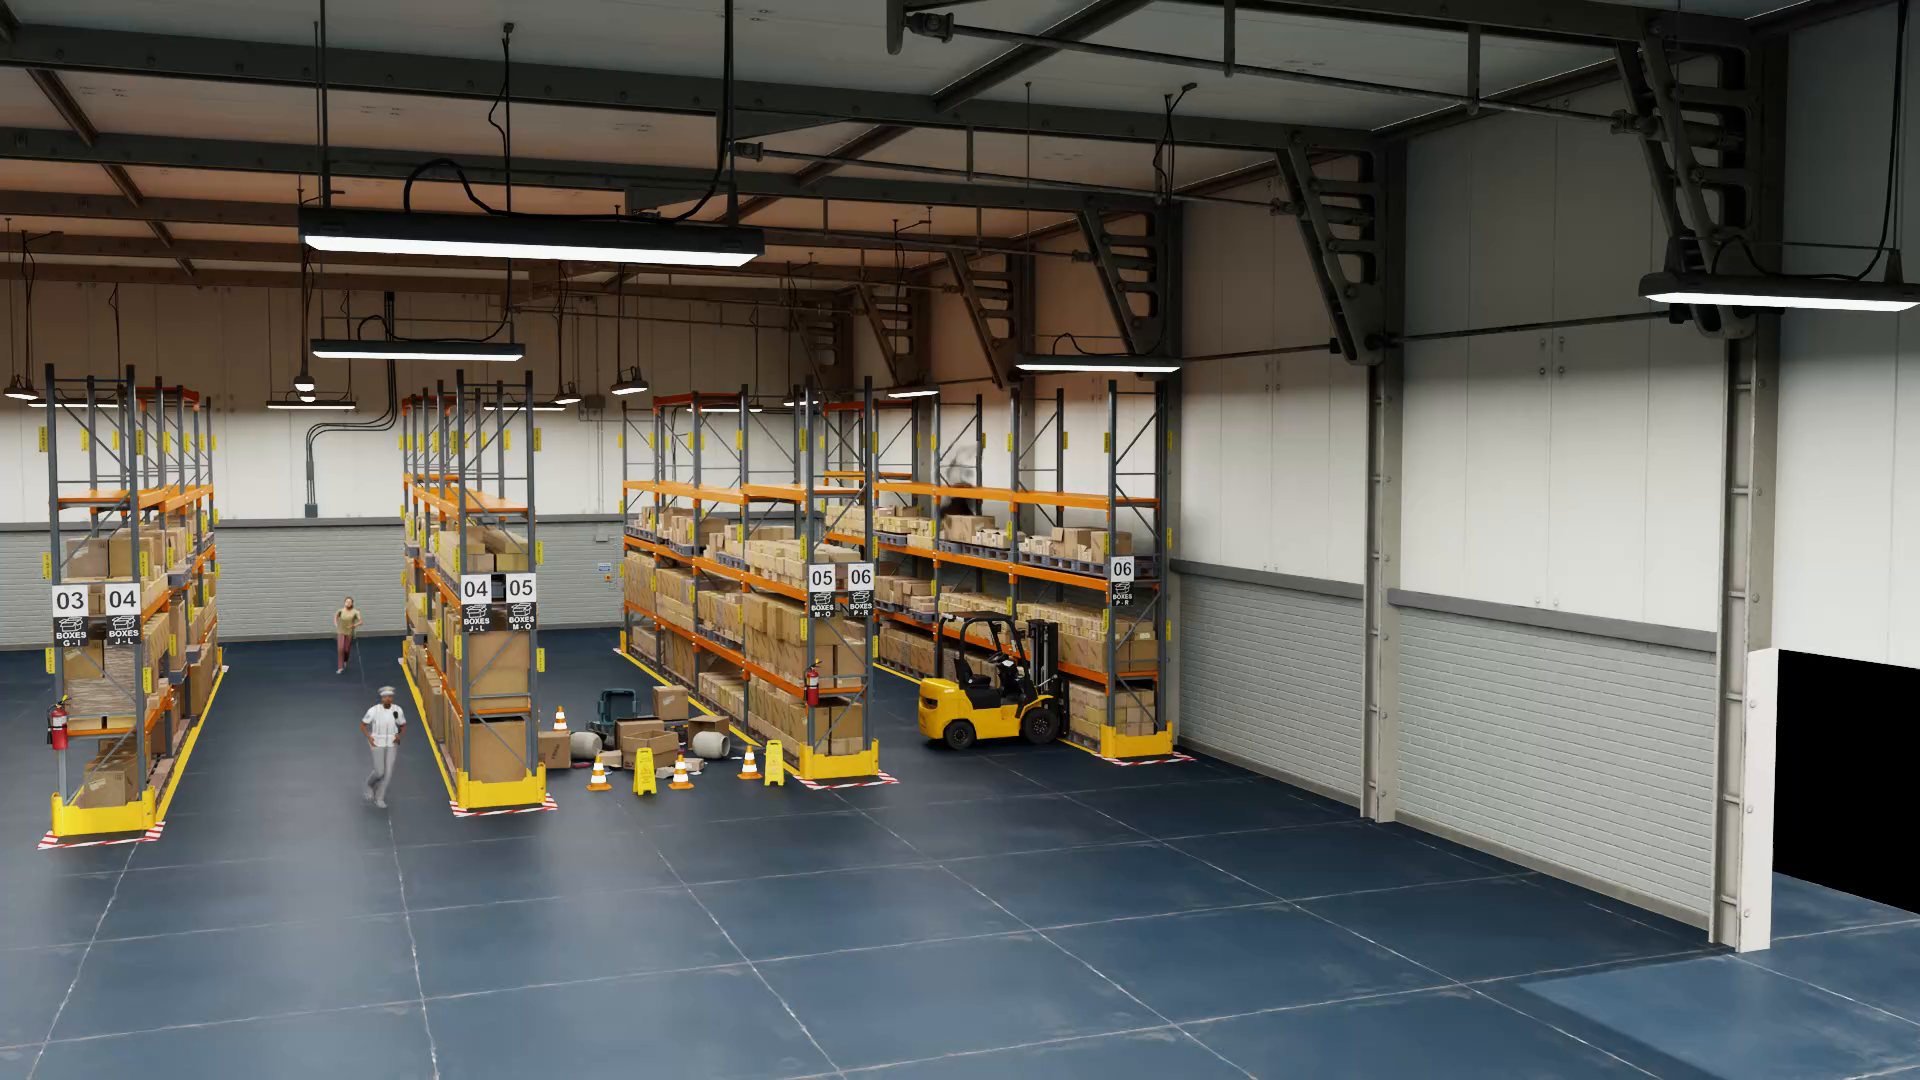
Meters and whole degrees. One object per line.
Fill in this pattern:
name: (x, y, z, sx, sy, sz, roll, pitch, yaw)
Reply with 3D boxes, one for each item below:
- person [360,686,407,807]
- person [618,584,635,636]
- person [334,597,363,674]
person: (-7.931, 2.848, 22.958, 0.597, 1.677, 0.574, -2, 4, -33)
person: (-8.092, 1.844, 40.926, 0.595, 1.546, 0.527, -2, 4, -37)
person: (-13.430, 2.072, 36.496, 0.620, 1.650, 0.799, -1, 3, -11)
